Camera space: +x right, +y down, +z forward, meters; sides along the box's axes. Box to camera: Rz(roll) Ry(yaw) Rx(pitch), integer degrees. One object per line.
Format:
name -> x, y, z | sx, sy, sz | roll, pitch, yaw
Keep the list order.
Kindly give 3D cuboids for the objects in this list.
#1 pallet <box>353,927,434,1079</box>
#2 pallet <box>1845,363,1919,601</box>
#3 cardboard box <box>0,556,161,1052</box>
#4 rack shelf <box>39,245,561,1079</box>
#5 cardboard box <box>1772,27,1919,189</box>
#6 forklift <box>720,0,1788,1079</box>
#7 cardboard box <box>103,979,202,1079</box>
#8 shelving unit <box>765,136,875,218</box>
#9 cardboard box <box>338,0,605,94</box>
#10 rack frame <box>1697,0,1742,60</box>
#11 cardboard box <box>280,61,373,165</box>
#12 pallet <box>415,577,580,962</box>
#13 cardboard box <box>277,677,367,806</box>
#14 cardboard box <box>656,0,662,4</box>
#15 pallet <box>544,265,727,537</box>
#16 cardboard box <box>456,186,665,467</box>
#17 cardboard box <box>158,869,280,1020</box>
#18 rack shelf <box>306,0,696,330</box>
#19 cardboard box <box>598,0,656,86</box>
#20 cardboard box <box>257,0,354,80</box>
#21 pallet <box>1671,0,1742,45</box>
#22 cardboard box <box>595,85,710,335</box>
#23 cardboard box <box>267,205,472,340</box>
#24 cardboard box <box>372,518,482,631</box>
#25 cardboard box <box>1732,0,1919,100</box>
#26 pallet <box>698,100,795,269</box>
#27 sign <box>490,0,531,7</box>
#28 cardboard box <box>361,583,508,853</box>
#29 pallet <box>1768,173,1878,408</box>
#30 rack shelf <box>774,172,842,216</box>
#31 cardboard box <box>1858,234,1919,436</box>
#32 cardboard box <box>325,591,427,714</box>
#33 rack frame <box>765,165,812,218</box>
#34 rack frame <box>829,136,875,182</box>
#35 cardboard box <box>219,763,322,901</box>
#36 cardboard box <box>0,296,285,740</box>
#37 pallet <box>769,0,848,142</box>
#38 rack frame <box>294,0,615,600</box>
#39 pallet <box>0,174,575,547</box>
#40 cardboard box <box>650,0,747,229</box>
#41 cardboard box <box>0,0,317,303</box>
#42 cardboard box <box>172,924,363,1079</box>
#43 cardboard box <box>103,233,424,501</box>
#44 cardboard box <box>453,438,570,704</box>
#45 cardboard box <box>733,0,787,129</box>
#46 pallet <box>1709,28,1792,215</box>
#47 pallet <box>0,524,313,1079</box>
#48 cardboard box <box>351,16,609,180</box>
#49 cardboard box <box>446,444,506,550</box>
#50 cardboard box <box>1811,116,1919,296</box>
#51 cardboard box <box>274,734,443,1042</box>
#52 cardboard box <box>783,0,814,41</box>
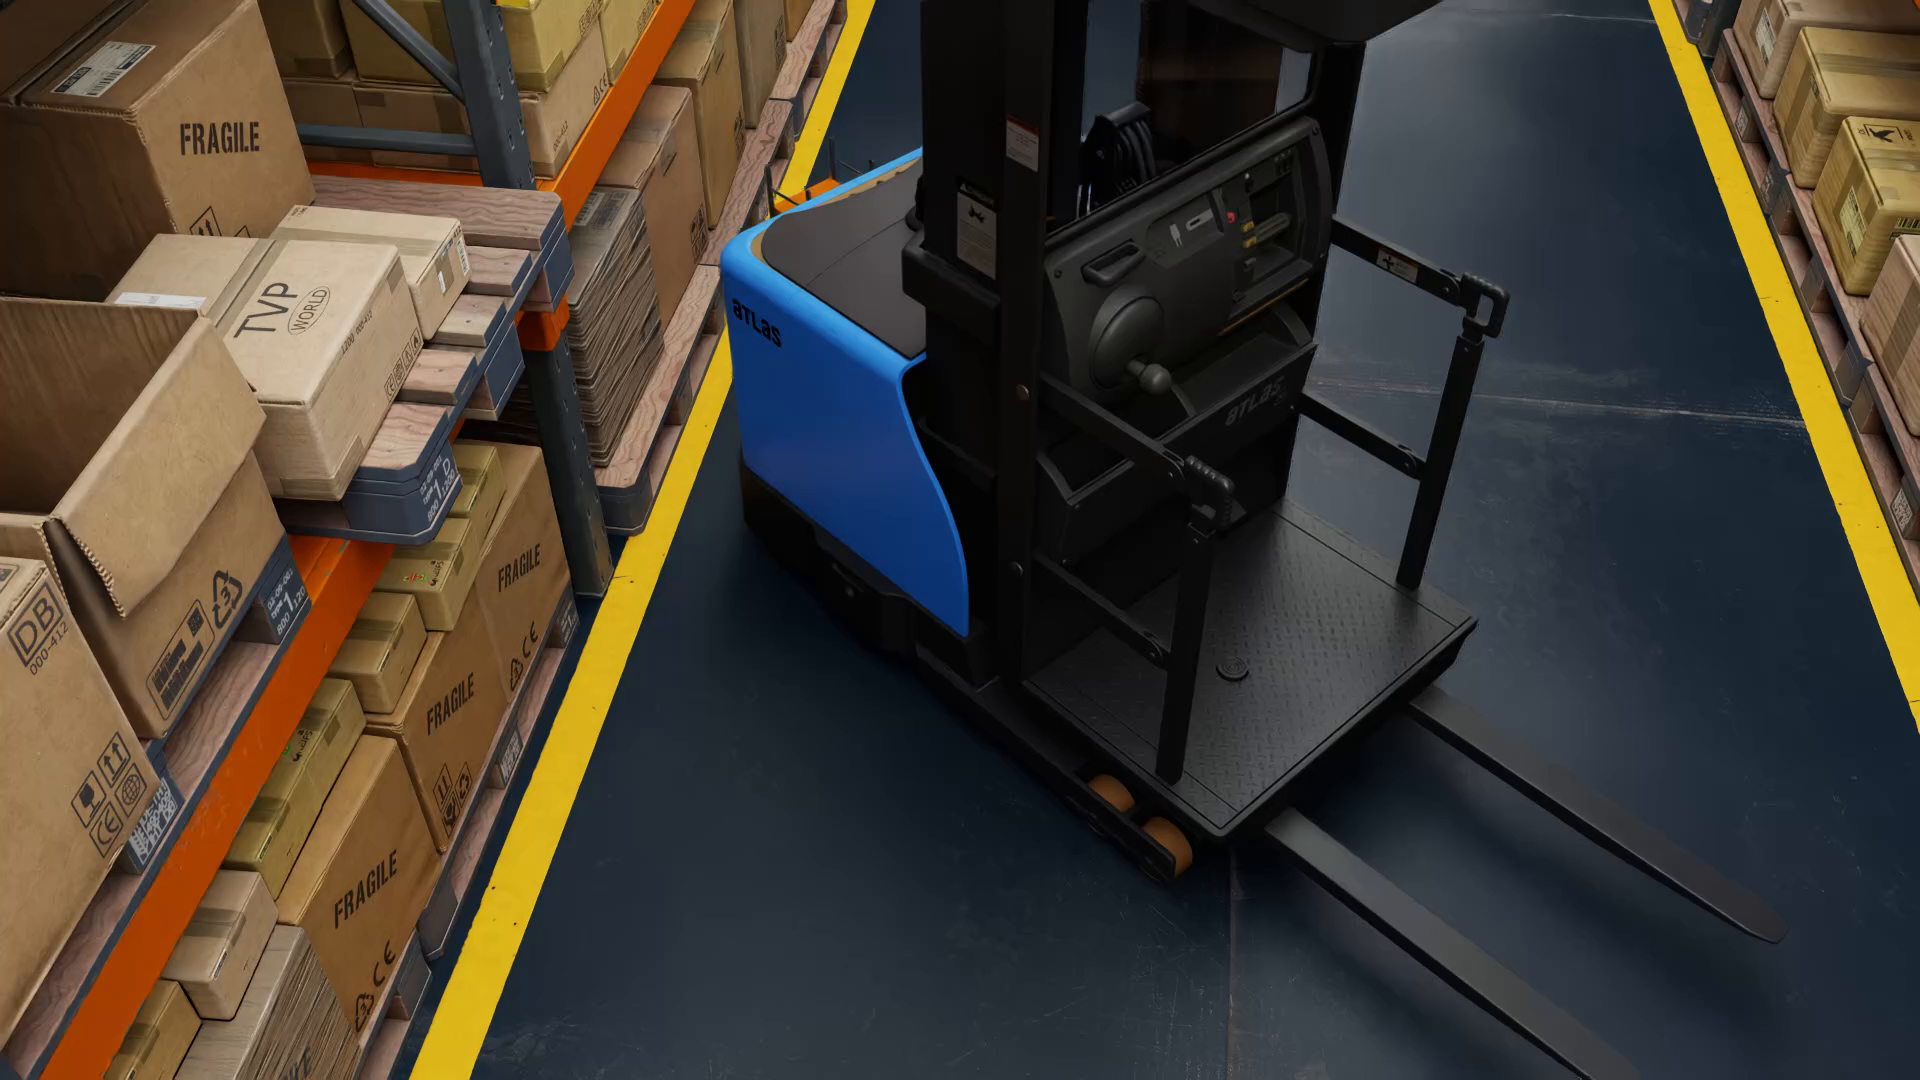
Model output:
pallet -> -1.872, 1.352, 3.668 | 1.003, 0.211, 1.213 | 5, 44, 6
pallet -> 3.453, -0.066, 5.166 | 1.003, 0.211, 1.213 | 5, 44, 6
cardboard box -> -1.643, 0.345, 2.326 | 0.700, 0.500, 0.500 | 5, 44, 5
rack shelf -> -1.837, 0.629, 2.927 | 1.077, 0.370, 4.000 | 5, 44, 6
cardboard box -> 3.718, -1.623, 6.388 | 0.950, 0.372, 0.625 | 8, 44, 8
forklift -> 0.694, -0.583, 3.734 | 1.130, 2.935, 3.031 | -33, 52, -30
cardboard box -> -1.673, 0.948, 3.108 | 0.380, 0.149, 0.250 | 5, 44, 6
shelving unit -> -0.412, -0.728, 5.255 | 0.252, 1.050, 0.215 | -33, 53, -30
cardboard box -> -1.247, -1.400, 4.292 | 0.500, 0.250, 0.500 | 5, 44, 5
rack frame -> 3.877, -3.272, 6.524 | 1.000, 3.000, 0.127 | 5, 44, 6
cardboard box -> -1.767, -1.270, 4.519 | 0.500, 0.250, 0.500 | 4, 44, 5
pallet -> -1.709, 0.523, 4.544 | 1.003, 0.211, 1.213 | 5, 44, 6
cardboard box -> -1.550, 0.424, 3.661 | 0.380, 0.149, 0.250 | 6, 44, 7
cardboard box -> -1.139, -1.915, 5.199 | 0.500, 0.250, 0.500 | 4, 44, 4
pallet -> -1.425, -0.540, 5.667 | 1.003, 0.211, 1.213 | 5, 44, 6
cardboard box -> -1.476, -0.709, 5.239 | 0.875, 0.625, 0.625 | 7, 44, 7
cardboard box -> -1.590, 0.786, 3.280 | 0.380, 0.149, 0.250 | 3, 44, 4
rack shelf -> -1.308, -2.097, 5.806 | 1.077, 0.370, 4.000 | 5, 44, 6
cardboard box -> -1.200, -1.563, 4.828 | 0.500, 0.250, 0.500 | 4, 44, 5
cardboard box -> -1.788, -1.453, 4.349 | 0.500, 0.250, 0.500 | 6, 44, 6
pallet -> 3.931, -2.721, 7.970 | 1.003, 0.211, 1.213 | 5, 44, 6
cardboard box -> -1.398, -1.155, 5.710 | 0.875, 0.625, 0.625 | 7, 44, 7
cardboard box -> -1.279, -0.574, 3.551 | 0.380, 0.149, 0.250 | 6, 44, 6
cardboard box -> -1.392, 0.073, 4.032 | 0.380, 0.149, 0.250 | 3, 44, 3
cardboard box -> 3.810, -2.113, 6.906 | 0.950, 0.372, 0.625 | 6, 44, 6
pallet -> -1.261, -1.369, 6.542 | 1.003, 0.211, 1.213 | 5, 44, 6
sign -> -1.033, -1.344, 3.703 | 0.100, 0.325, 0.005 | 5, 44, 6
cardboard box -> -1.492, 0.408, 4.150 | 0.500, 0.500, 0.500 | 5, 44, 5
pallet -> 3.617, -0.895, 6.042 | 1.003, 0.211, 1.213 | 5, 44, 6
rack shelf -> -0.412, -0.926, 5.067 | 0.240, 0.259, 0.215 | -33, 53, -30
cardboard box -> 3.522, -0.632, 5.342 | 0.950, 0.372, 0.625 | 4, 44, 5
cardboard box -> -1.471, 0.249, 3.847 | 0.380, 0.149, 0.250 | 4, 44, 4
rack frame -> -0.500, -0.670, 5.194 | 0.008, 1.050, 0.200 | -33, 53, -30
rack frame -> -0.324, -0.786, 5.316 | 0.008, 1.050, 0.200 | -33, 53, -30
cardboard box -> -1.583, 0.595, 3.481 | 0.380, 0.149, 0.250 | 5, 44, 5
cardboard box -> -1.605, -0.056, 2.746 | 0.797, 0.503, 0.637 | 4, 44, 5
pallet -> -1.102, -2.203, 7.423 | 1.003, 0.211, 1.213 | 5, 44, 6
rack frame -> -1.572, -0.995, 4.119 | 1.000, 3.000, 0.127 | 5, 44, 6
pallet -> -1.592, -0.457, 3.690 | 1.213, 0.211, 1.003 | 5, 44, 6
cardboard box -> -1.309, -1.614, 6.194 | 0.875, 0.625, 0.625 | 4, 44, 4
cardboard box -> -1.795, -0.847, 3.585 | 0.500, 0.500, 0.500 | 7, 44, 7
cardboard box -> -1.609, 1.121, 3.397 | 0.500, 0.500, 0.500 | 4, 44, 4
cardboard box -> -1.391, -0.344, 3.236 | 0.500, 0.250, 0.500 | 3, 44, 4
cardboard box -> -1.415, 0.068, 4.509 | 0.500, 0.500, 0.500 | 6, 44, 7
cardboard box -> -1.212, -2.126, 6.736 | 0.875, 0.625, 0.625 | 5, 44, 5
pallet -> 3.776, -1.729, 6.922 | 1.003, 0.211, 1.213 | 5, 44, 6
pallet -> -1.825, 0.401, 2.785 | 1.003, 0.211, 1.213 | 5, 44, 6
cardboard box -> -1.272, -1.221, 4.467 | 0.500, 0.250, 0.500 | 5, 44, 6
cardboard box -> -1.387, -0.116, 4.231 | 0.380, 0.149, 0.250 | 3, 44, 3
cardboard box -> 3.628, -1.149, 5.887 | 0.950, 0.372, 0.625 | 7, 44, 7
cardboard box -> -1.558, 0.765, 3.773 | 0.500, 0.500, 0.500 | 7, 44, 7
cardboard box -> -1.101, -2.655, 7.294 | 0.875, 0.625, 0.625 | 7, 44, 7
